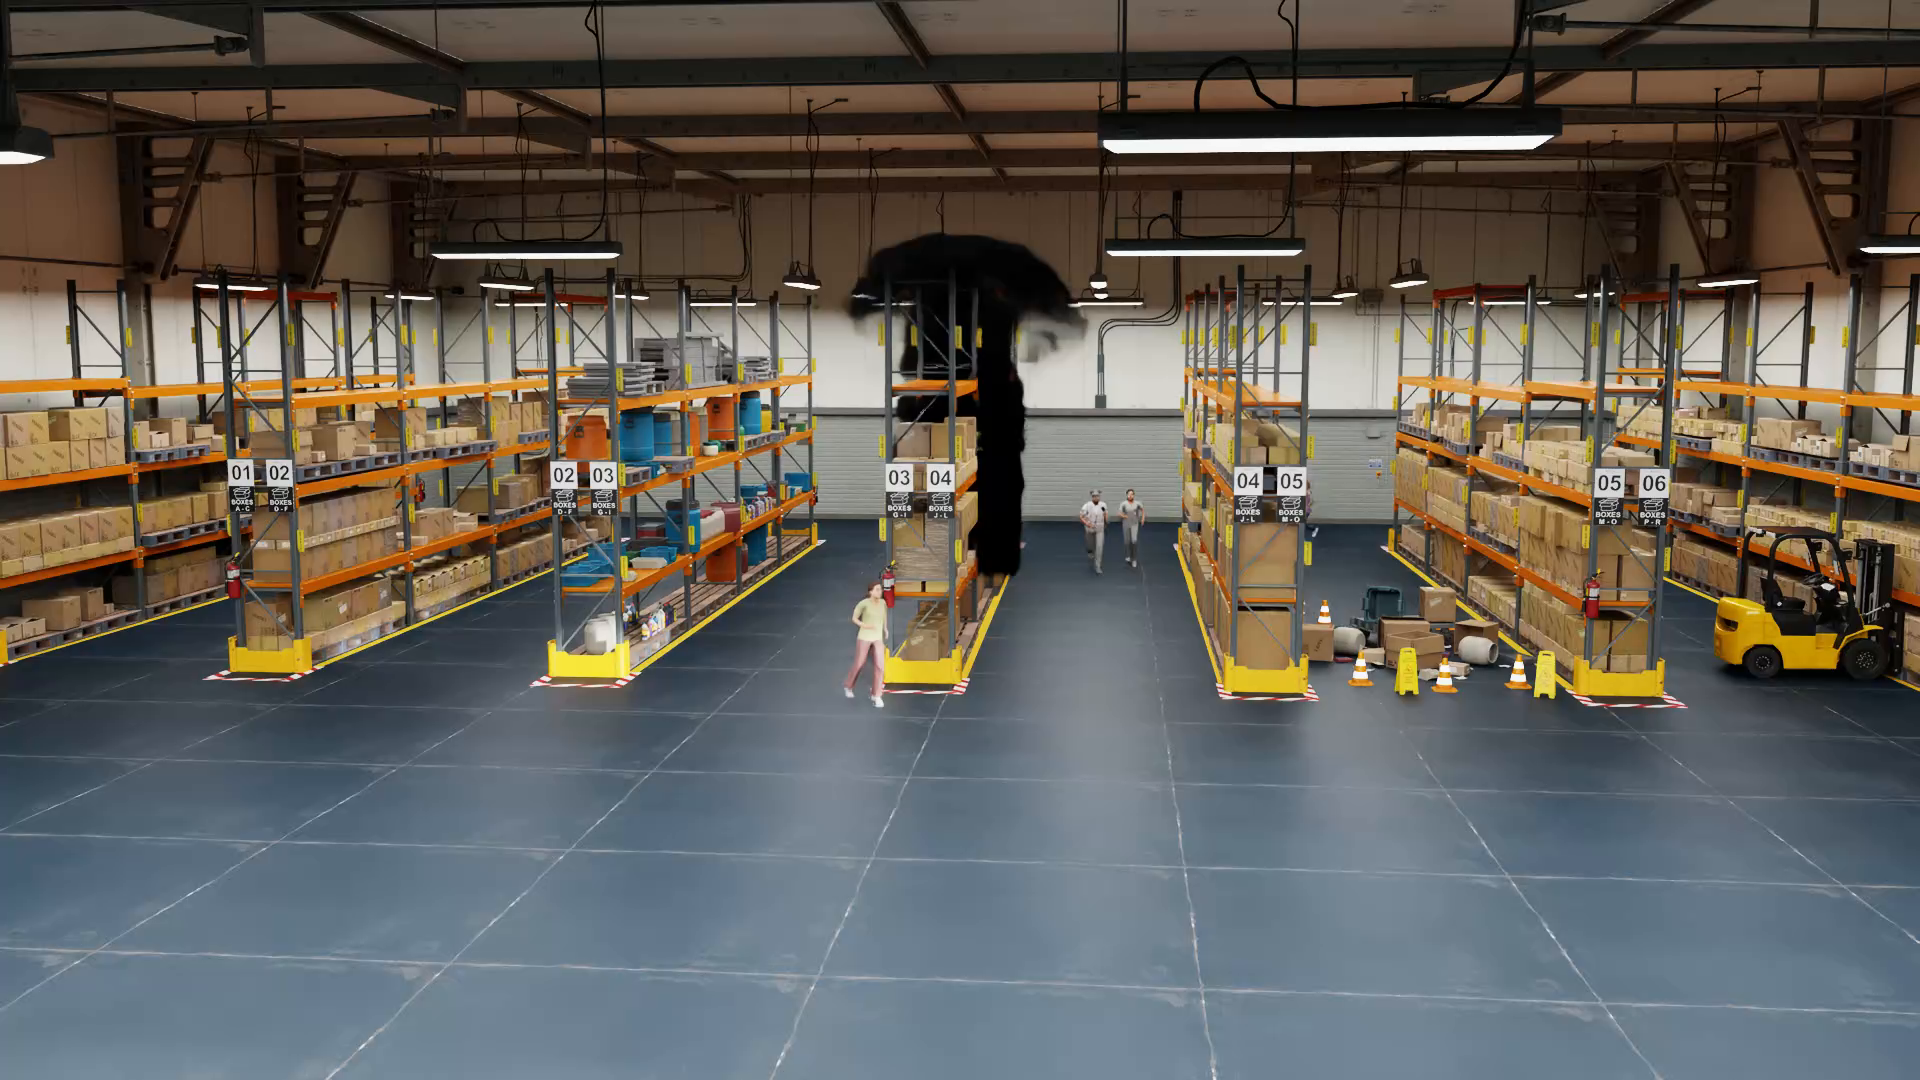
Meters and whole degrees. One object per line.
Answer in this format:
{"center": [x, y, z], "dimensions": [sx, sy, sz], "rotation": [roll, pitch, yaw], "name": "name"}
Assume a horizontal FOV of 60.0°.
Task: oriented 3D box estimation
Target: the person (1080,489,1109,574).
{"center": [2.896, -0.207, 35.896], "dimensions": [0.633, 1.792, 1.114], "rotation": [0, 7, 3], "name": "person"}

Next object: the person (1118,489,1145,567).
{"center": [3.776, -0.256, 36.654], "dimensions": [0.584, 1.740, 0.732], "rotation": [1, 7, 6], "name": "person"}

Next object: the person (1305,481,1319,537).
{"center": [8.419, -0.666, 40.372], "dimensions": [0.651, 1.565, 0.536], "rotation": [-1, 7, -5], "name": "person"}

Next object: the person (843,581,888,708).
{"center": [-1.207, 1.398, 22.884], "dimensions": [0.618, 1.699, 0.850], "rotation": [-4, 8, -30], "name": "person"}
